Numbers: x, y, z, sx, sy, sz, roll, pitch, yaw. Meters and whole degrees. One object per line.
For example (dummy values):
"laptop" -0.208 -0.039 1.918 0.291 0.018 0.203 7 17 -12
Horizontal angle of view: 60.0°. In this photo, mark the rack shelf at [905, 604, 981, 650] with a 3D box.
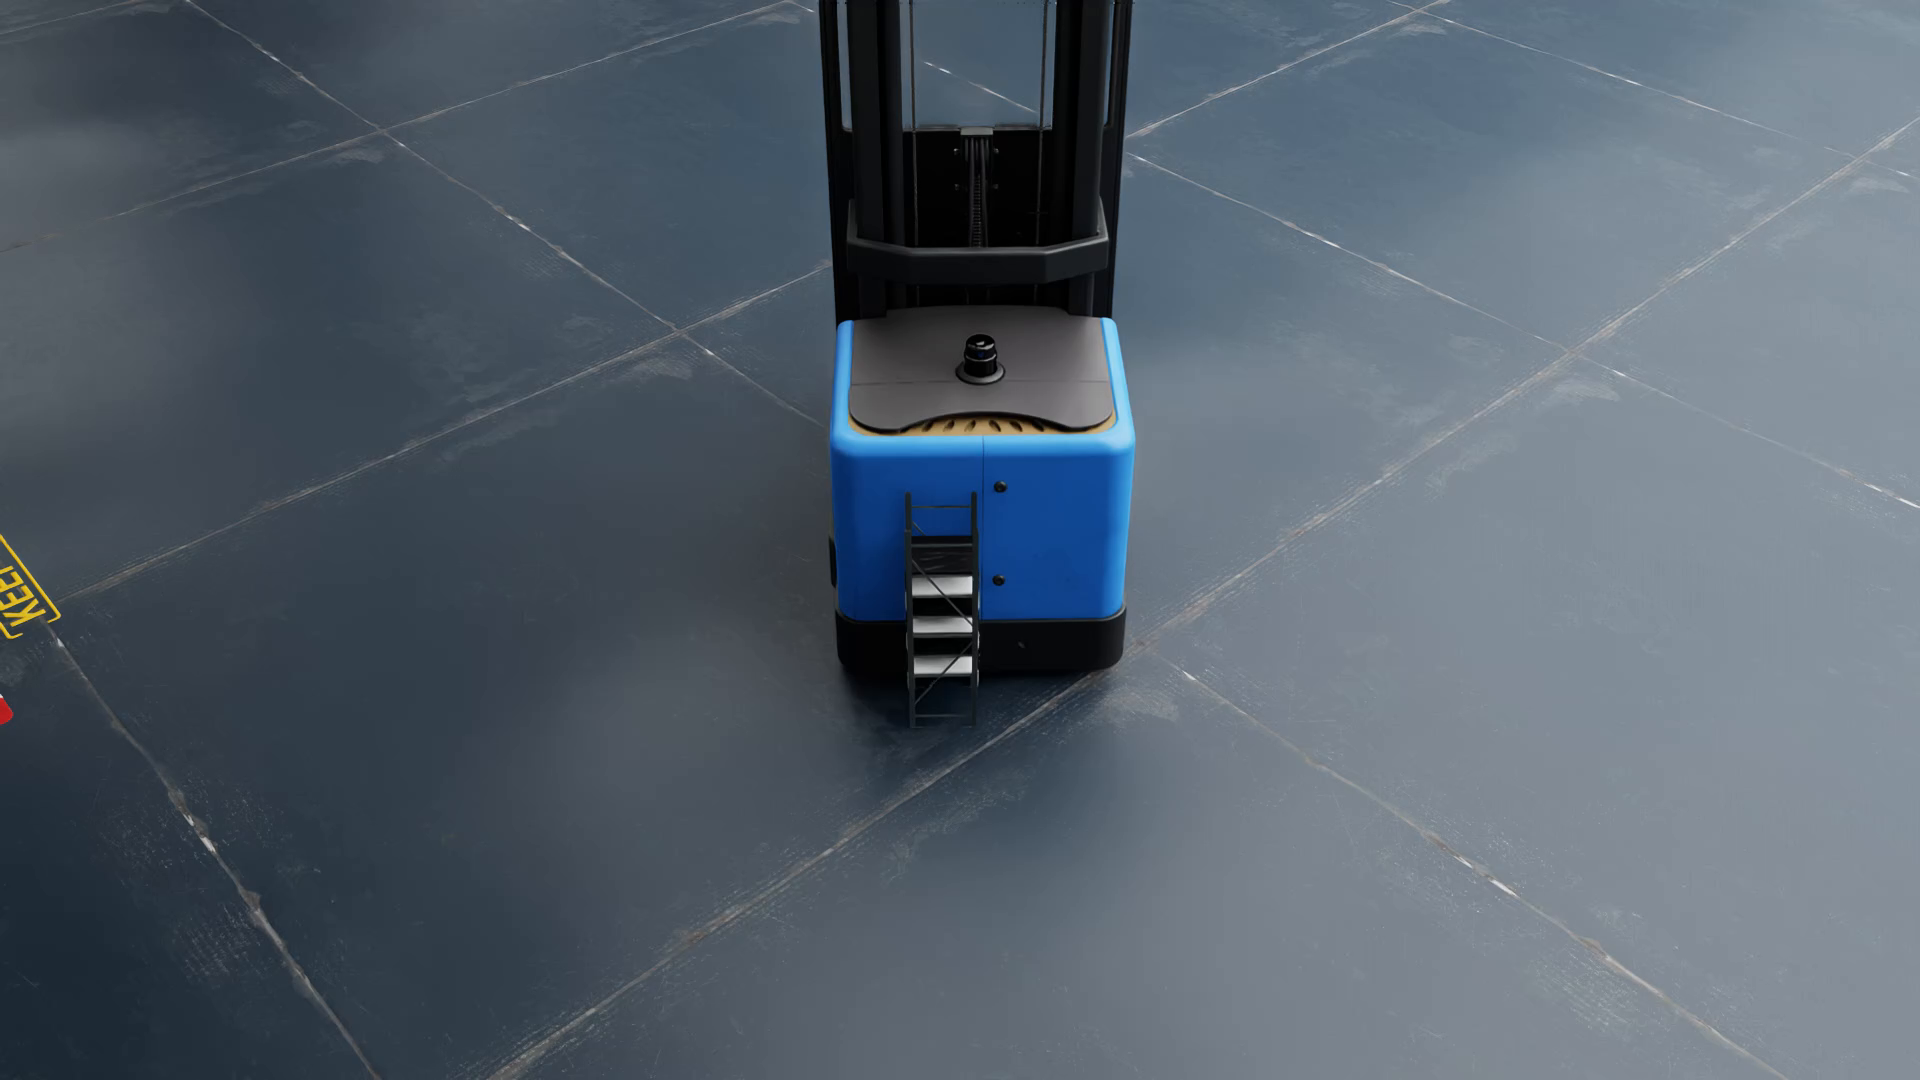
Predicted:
"rack shelf" -0.061 0.281 5.738 0.258 0.077 0.200 -1 39 -1

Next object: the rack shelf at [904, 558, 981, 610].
"rack shelf" -0.061 0.141 5.625 0.258 0.077 0.200 -1 39 -1

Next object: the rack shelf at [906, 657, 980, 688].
"rack shelf" -0.061 0.421 5.851 0.258 0.077 0.200 -1 39 -1

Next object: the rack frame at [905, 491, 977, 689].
"rack frame" -0.063 0.192 5.796 0.240 0.900 0.006 -1 39 -1

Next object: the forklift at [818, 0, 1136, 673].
"forklift" 0.048 -1.558 6.346 1.130 2.935 3.031 -1 39 -1

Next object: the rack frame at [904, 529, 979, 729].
"rack frame" -0.059 0.319 5.638 0.240 0.900 0.006 -1 39 -1

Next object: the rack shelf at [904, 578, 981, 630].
"rack shelf" -0.061 0.211 5.682 0.258 0.077 0.200 -1 39 -1

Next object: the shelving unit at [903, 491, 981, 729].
"shelving unit" -0.061 0.256 5.717 0.258 0.900 0.210 -1 39 -1

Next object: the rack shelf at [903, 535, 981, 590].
"rack shelf" -0.061 0.071 5.569 0.258 0.077 0.200 -1 39 -1

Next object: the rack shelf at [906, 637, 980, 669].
"rack shelf" -0.061 0.351 5.795 0.258 0.077 0.200 -1 39 -1
